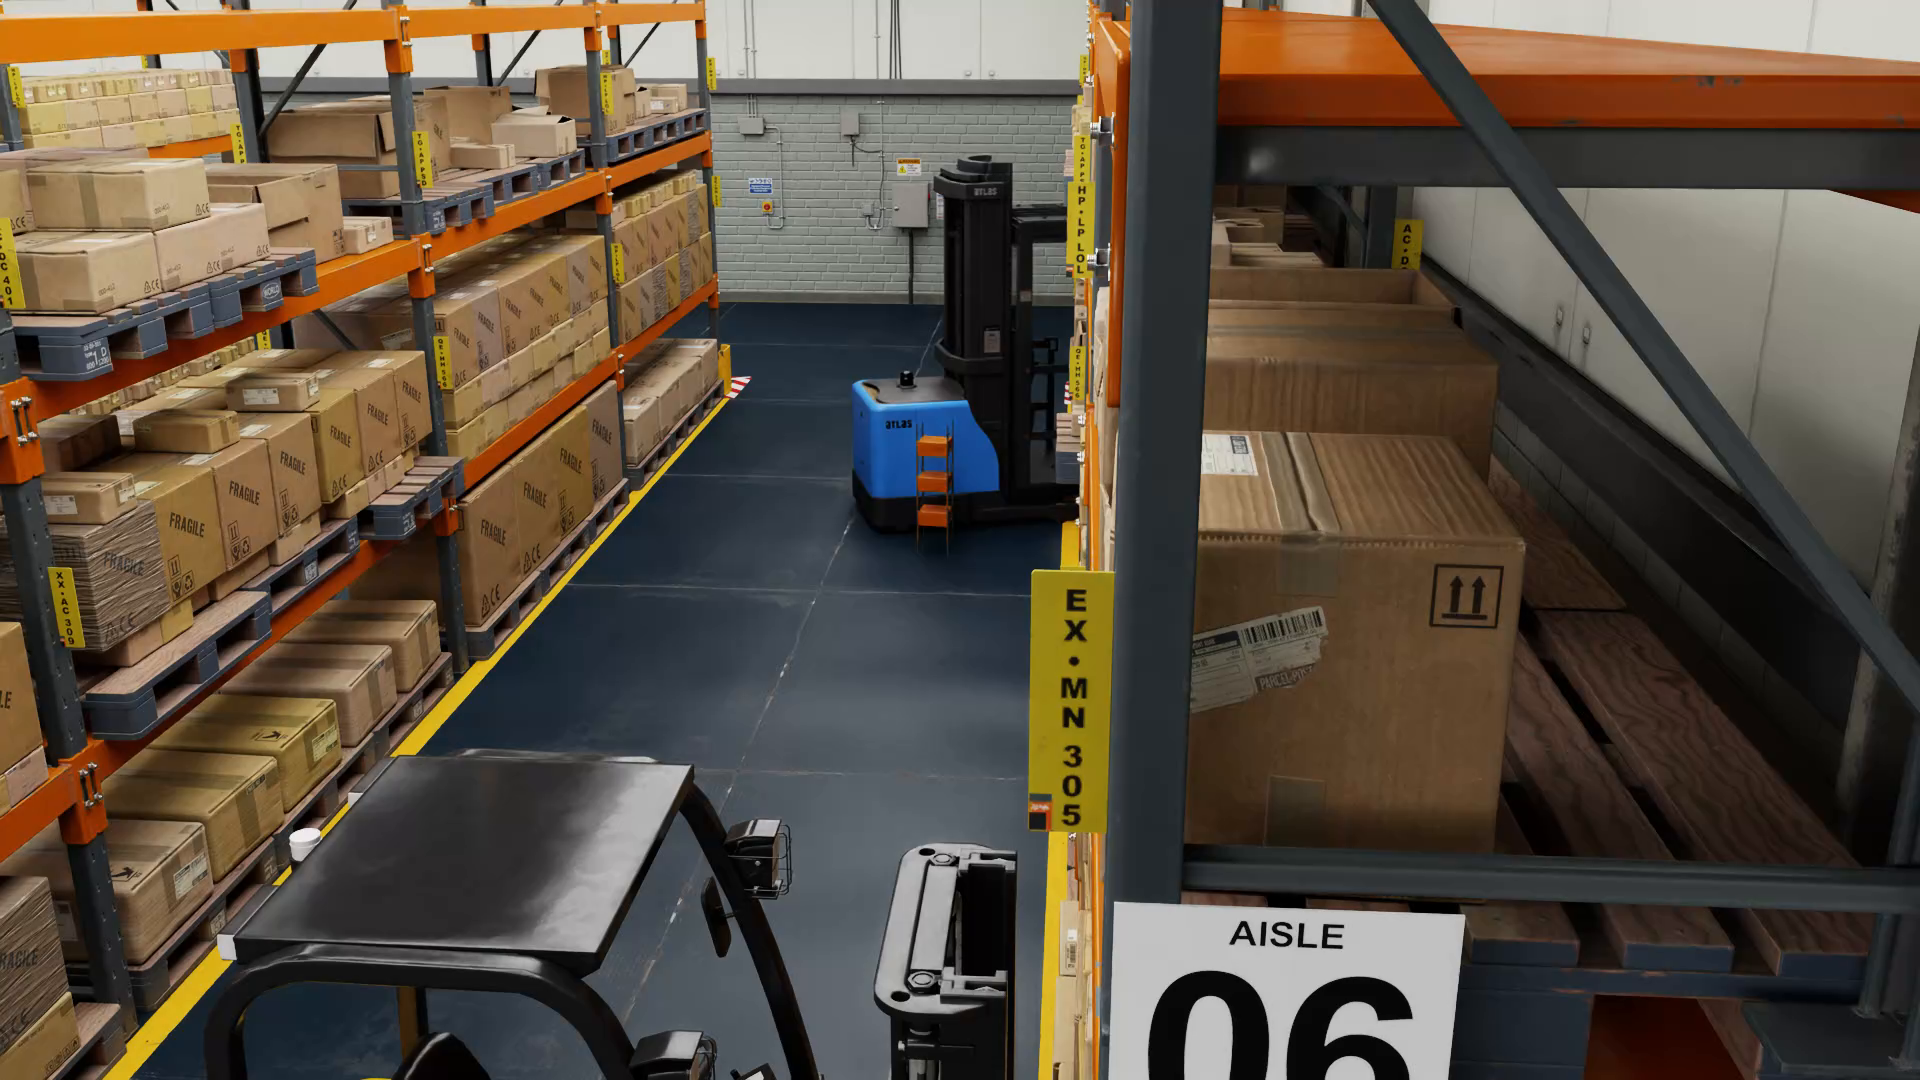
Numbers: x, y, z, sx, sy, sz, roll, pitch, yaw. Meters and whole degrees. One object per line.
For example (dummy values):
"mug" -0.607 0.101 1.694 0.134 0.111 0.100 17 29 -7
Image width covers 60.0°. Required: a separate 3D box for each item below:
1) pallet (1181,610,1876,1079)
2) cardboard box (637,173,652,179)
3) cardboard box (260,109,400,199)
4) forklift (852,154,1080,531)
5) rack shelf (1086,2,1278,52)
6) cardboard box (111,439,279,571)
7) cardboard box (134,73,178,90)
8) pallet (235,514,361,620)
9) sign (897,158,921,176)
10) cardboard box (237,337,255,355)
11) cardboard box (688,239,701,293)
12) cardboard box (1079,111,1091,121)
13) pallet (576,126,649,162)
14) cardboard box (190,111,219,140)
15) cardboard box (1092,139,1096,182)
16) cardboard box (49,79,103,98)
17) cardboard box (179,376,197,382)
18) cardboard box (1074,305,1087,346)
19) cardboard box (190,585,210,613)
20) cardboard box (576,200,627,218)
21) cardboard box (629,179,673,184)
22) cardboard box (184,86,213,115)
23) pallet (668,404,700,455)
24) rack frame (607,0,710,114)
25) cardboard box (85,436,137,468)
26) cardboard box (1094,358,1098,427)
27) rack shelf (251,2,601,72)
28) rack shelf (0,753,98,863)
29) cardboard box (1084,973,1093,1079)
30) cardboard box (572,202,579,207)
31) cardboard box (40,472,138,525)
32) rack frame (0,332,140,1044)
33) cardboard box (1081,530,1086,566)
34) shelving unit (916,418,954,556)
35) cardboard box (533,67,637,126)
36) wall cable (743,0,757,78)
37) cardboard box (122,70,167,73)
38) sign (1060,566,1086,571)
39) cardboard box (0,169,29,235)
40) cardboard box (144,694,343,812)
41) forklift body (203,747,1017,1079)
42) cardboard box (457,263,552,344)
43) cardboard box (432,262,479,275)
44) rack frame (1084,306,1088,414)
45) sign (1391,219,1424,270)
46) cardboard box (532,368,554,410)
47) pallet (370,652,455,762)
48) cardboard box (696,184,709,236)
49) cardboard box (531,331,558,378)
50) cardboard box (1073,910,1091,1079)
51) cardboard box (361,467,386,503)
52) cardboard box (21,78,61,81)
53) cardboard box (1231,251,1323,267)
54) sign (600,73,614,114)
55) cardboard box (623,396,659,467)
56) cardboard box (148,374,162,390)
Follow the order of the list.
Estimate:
"pallet" 0.747 0.412 2.672 1.003 0.211 1.213 1 18 4
"cardboard box" -3.383 -3.708 17.114 0.380 0.149 0.250 2 18 5
"cardboard box" -3.831 -2.374 10.194 0.797 0.503 0.637 0 18 1
"forklift" 0.647 -1.691 13.877 3.031 2.935 1.130 -4 19 -12
"rack shelf" 1.387 -3.410 11.176 1.077 0.370 4.000 1 18 4
"cardboard box" -3.590 -0.174 7.823 0.500 0.500 0.500 1 18 4
"cardboard box" -7.931 -4.499 16.316 0.380 0.149 0.250 1 18 3
"pallet" -3.808 0.127 8.525 1.003 0.211 1.213 1 18 4
"sign" -0.708 -5.182 23.093 0.339 0.242 0.001 1 18 4
"cardboard box" -7.863 -2.101 17.965 0.380 0.149 0.250 1 18 5
"cardboard box" -2.955 -2.800 16.992 0.500 0.500 0.500 1 18 3
"cardboard box" 1.071 -3.081 12.282 0.380 0.149 0.250 1 18 3
"pallet" -3.351 -3.459 14.487 1.003 0.211 1.213 1 18 4
"cardboard box" -7.876 -4.192 16.822 0.500 0.250 0.500 1 18 4
"cardboard box" 0.876 -1.654 7.841 0.500 0.500 0.500 2 18 5
"cardboard box" -8.026 -4.091 15.070 0.380 0.149 0.250 1 18 2
"cardboard box" -7.928 -1.557 16.785 0.380 0.149 0.250 2 18 7
"cardboard box" 1.180 -1.409 12.072 0.700 0.500 0.500 1 18 4
"cardboard box" -3.669 0.251 7.569 0.380 0.149 0.250 2 18 7
"cardboard box" -3.160 -2.905 14.664 0.380 0.149 0.250 1 18 3
"cardboard box" -3.037 -3.461 16.360 0.380 0.149 0.250 1 18 3
"cardboard box" -7.893 -4.427 16.738 0.500 0.250 0.500 1 18 2
"pallet" -3.203 -1.111 16.475 1.003 0.211 1.213 1 18 4
"rack frame" -3.134 -5.915 17.023 1.000 3.000 0.127 1 18 4
"cardboard box" -4.112 -0.188 7.868 0.500 0.500 0.500 2 18 6
"cardboard box" 0.567 -0.409 4.606 0.380 0.149 0.250 2 18 6
"rack shelf" -3.564 -3.520 11.510 1.077 0.370 4.000 1 18 4
"rack shelf" -4.137 1.626 4.799 1.077 0.370 4.000 1 18 4
"cardboard box" 0.464 1.083 3.619 0.380 0.149 0.250 2 18 5
"cardboard box" -3.561 -2.912 14.685 0.380 0.149 0.250 1 18 4
"cardboard box" -3.608 -0.172 6.777 0.380 0.149 0.250 1 18 4
"rack frame" -3.994 0.663 6.583 1.000 3.000 0.127 1 18 4
"cardboard box" 0.717 0.066 7.203 0.380 0.149 0.250 1 18 2
"shelving unit" -0.194 -0.413 12.997 0.252 1.050 0.215 4 19 12
"cardboard box" -3.356 -3.963 14.882 0.797 0.503 0.637 3 18 8
"wall cable" -3.007 -7.688 22.434 0.463 3.000 0.029 1 18 4
"cardboard box" -8.365 -4.750 17.083 0.380 0.149 0.250 2 18 6
"sign" 0.415 0.251 6.108 0.100 0.325 0.005 1 18 4
"cardboard box" -4.079 -1.311 6.554 0.500 0.250 0.500 2 18 5
"cardboard box" -3.863 1.110 8.765 0.950 0.372 0.625 2 18 6
"forklift body" -1.013 1.788 4.511 2.313 2.155 1.214 1 18 4
"cardboard box" -3.310 -1.721 12.092 0.500 0.500 0.500 2 18 5
"cardboard box" -3.817 -1.739 12.147 0.500 0.500 0.500 1 18 3
"rack frame" 1.244 -0.470 10.040 1.000 3.000 0.127 1 18 4
"sign" 1.511 -0.924 5.652 0.100 0.325 0.005 1 18 4
"cardboard box" -3.327 -1.131 12.297 0.500 0.250 0.500 1 18 4
"pallet" -3.765 0.988 10.068 1.003 0.211 1.213 1 18 4
"cardboard box" -2.931 -3.432 17.313 0.500 0.500 0.500 2 18 6
"cardboard box" -3.289 -1.370 12.225 0.500 0.250 0.500 2 18 5
"cardboard box" 0.552 1.332 4.380 0.500 0.500 0.500 1 18 4
"cardboard box" -3.442 -0.311 9.283 0.380 0.149 0.250 0 18 1
"cardboard box" -8.548 -4.188 15.366 0.380 0.149 0.250 1 18 4
"cardboard box" 1.214 -1.040 6.531 0.380 0.149 0.250 1 18 4
"sign" -2.879 -3.633 13.542 0.100 0.325 0.005 1 18 4
"cardboard box" -3.268 -0.996 15.087 0.875 0.438 0.875 1 18 3
"cardboard box" -8.053 -1.540 16.254 0.380 0.149 0.250 1 18 2
